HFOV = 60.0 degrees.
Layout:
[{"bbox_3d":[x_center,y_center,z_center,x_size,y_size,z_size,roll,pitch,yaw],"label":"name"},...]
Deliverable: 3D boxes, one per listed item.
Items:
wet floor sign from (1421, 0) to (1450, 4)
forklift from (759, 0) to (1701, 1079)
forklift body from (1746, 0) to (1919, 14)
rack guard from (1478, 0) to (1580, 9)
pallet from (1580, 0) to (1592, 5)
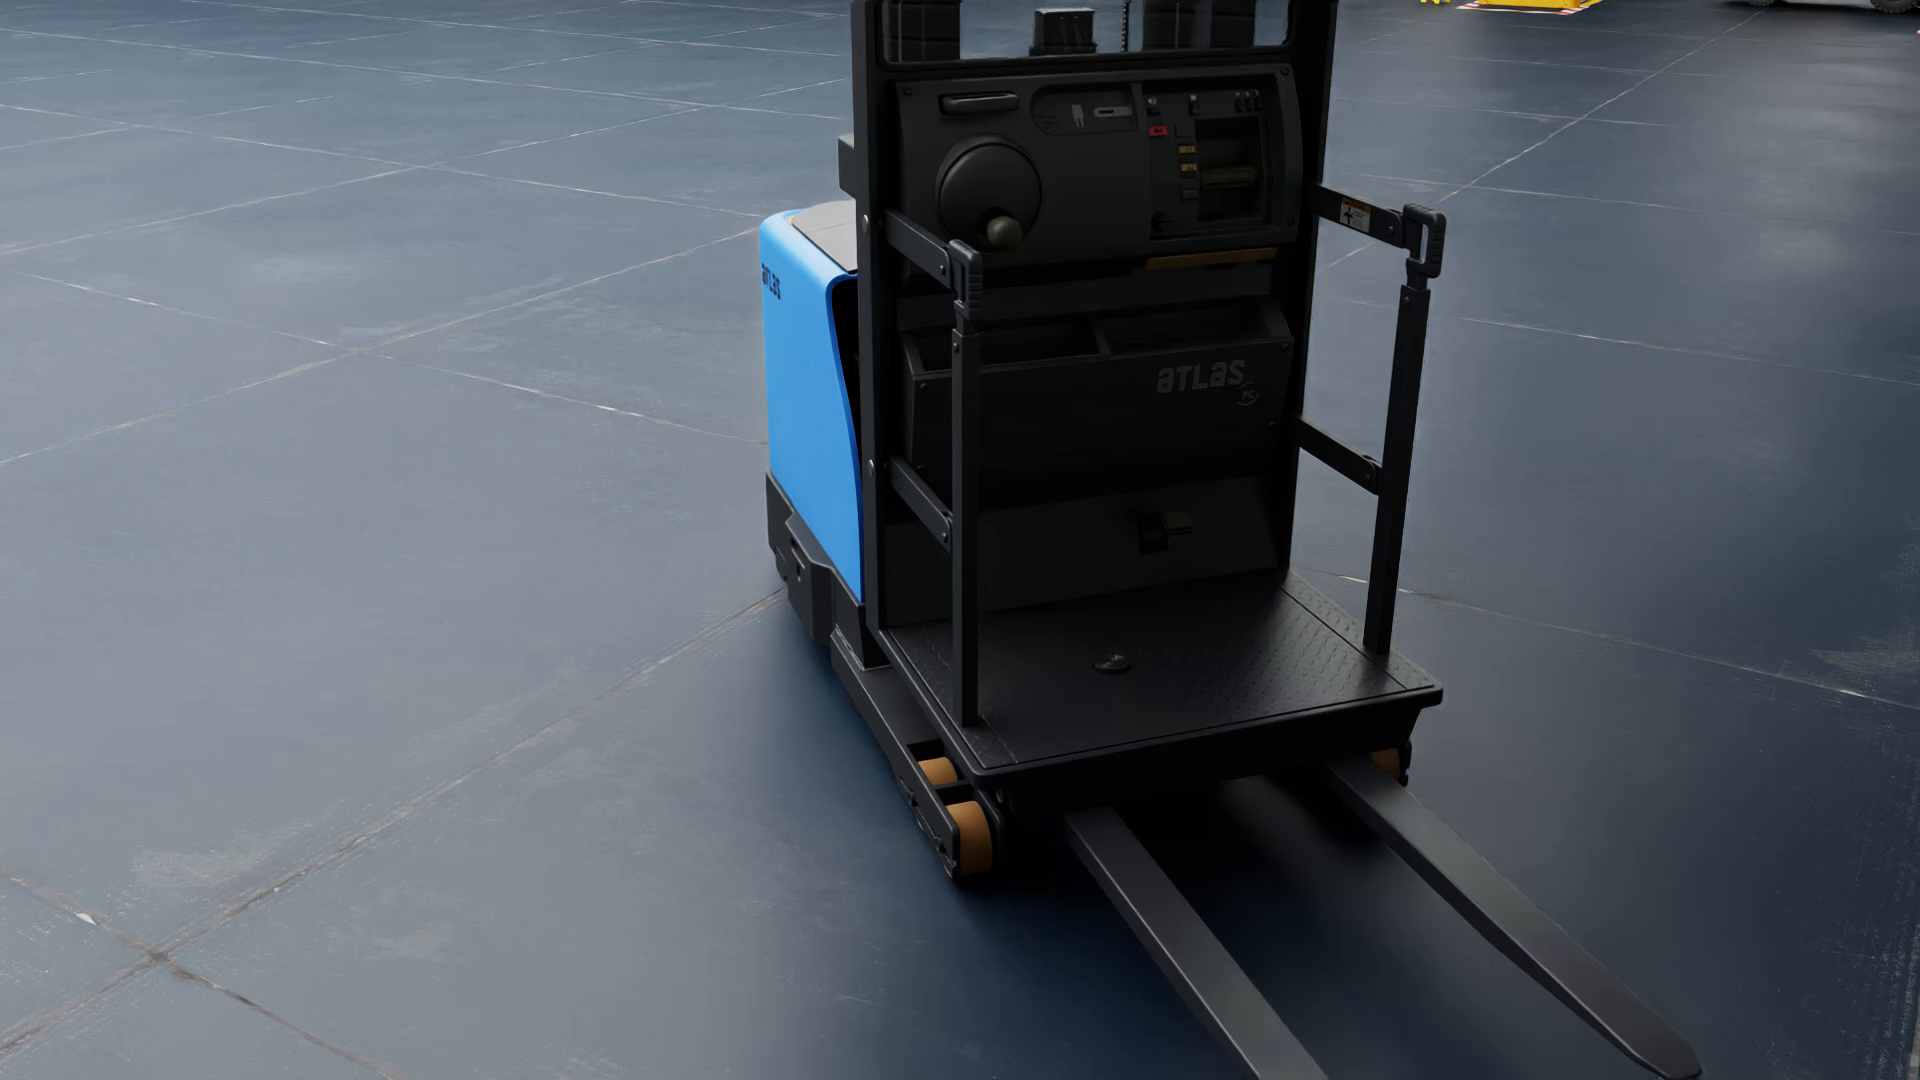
[{"bbox_3d":[5.936,-7.007,20.625,0.232,0.644,0.267,-17,29,-35],"label":"wet floor sign"},{"bbox_3d":[0.388,-0.801,3.411,1.130,2.935,3.031,-8,25,-18],"label":"forklift"},{"bbox_3d":[10.615,-7.522,19.917,2.313,2.155,1.214,14,27,29],"label":"forklift body"},{"bbox_3d":[6.985,-6.806,20.343,1.175,0.500,0.348,14,27,29],"label":"rack guard"},{"bbox_3d":[7.444,-6.940,21.017,1.003,0.211,1.213,14,27,29],"label":"pallet"}]
